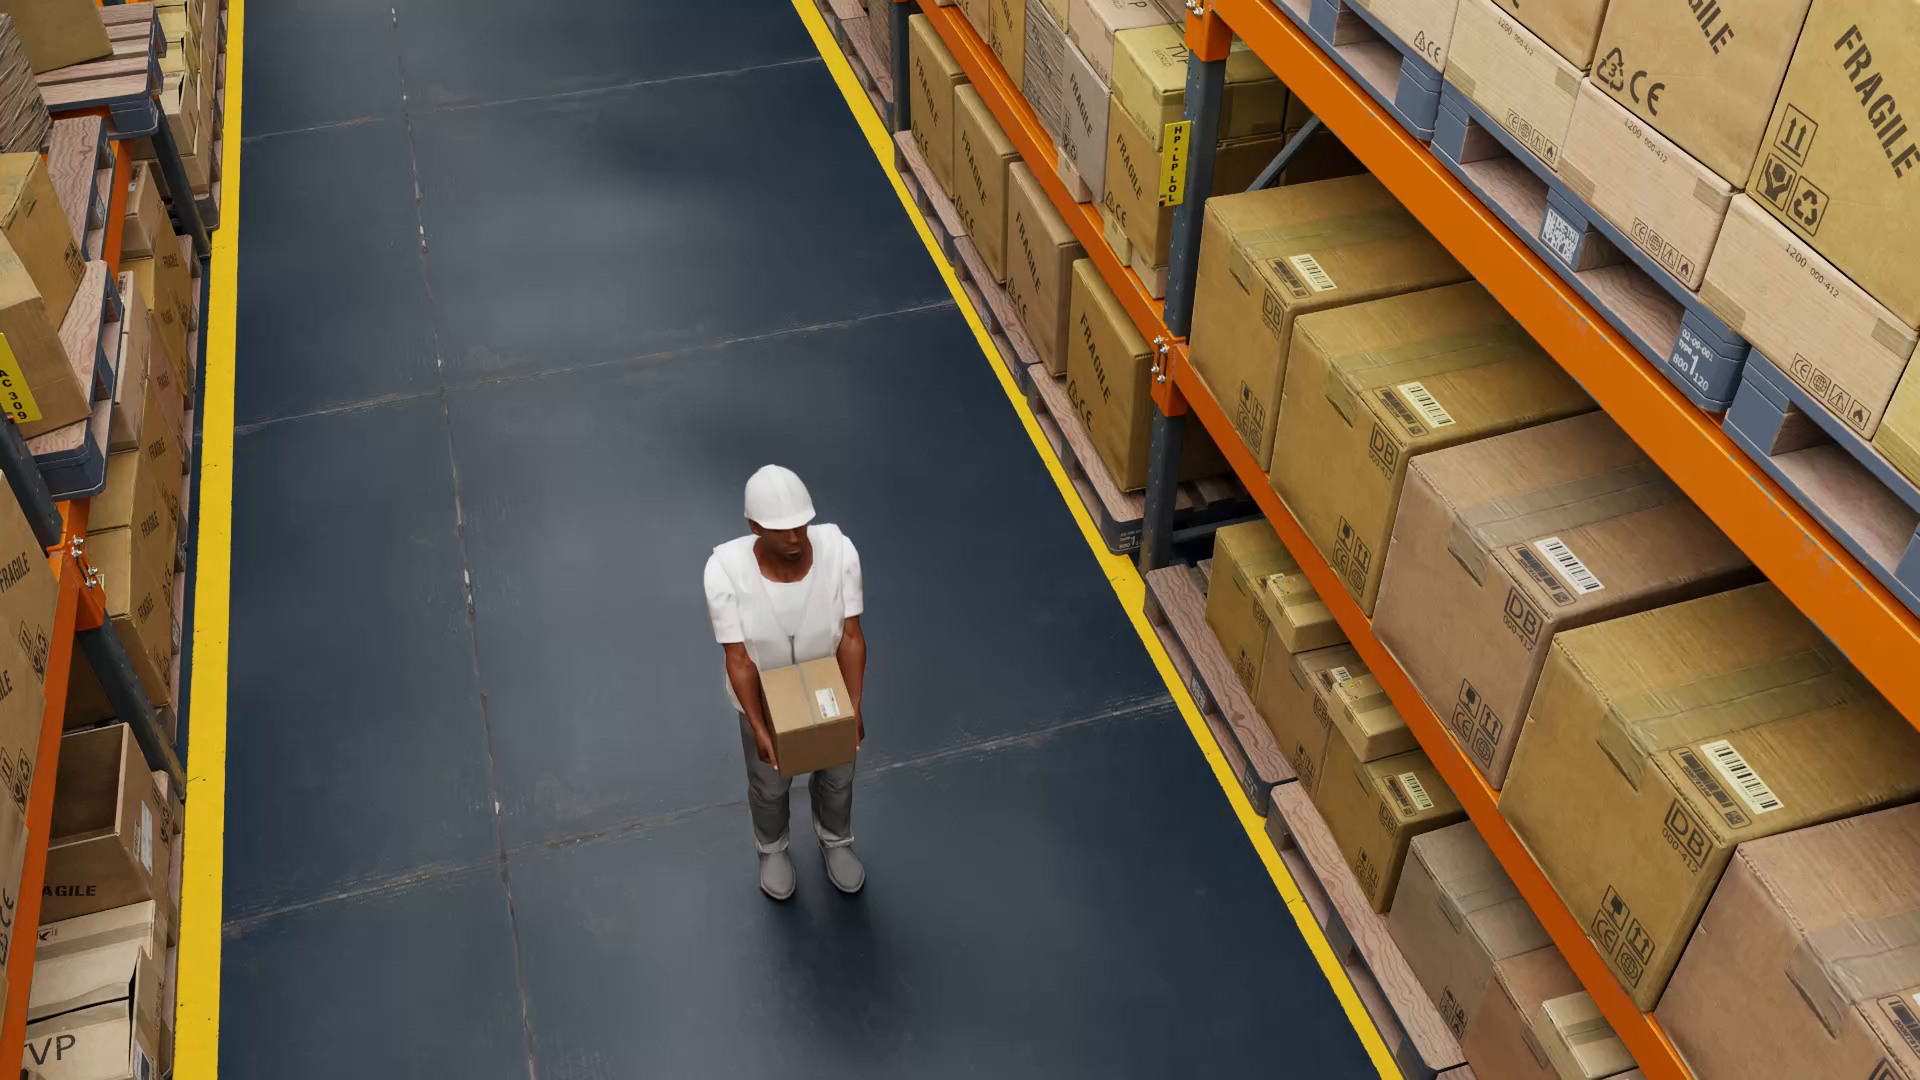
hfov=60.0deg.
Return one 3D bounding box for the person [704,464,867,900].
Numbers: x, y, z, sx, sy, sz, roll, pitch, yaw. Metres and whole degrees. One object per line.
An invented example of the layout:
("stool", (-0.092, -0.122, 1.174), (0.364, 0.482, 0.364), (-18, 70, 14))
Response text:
("person", (-0.525, 0.557, 5.528), (0.502, 1.761, 0.577), (-12, 43, -13))
